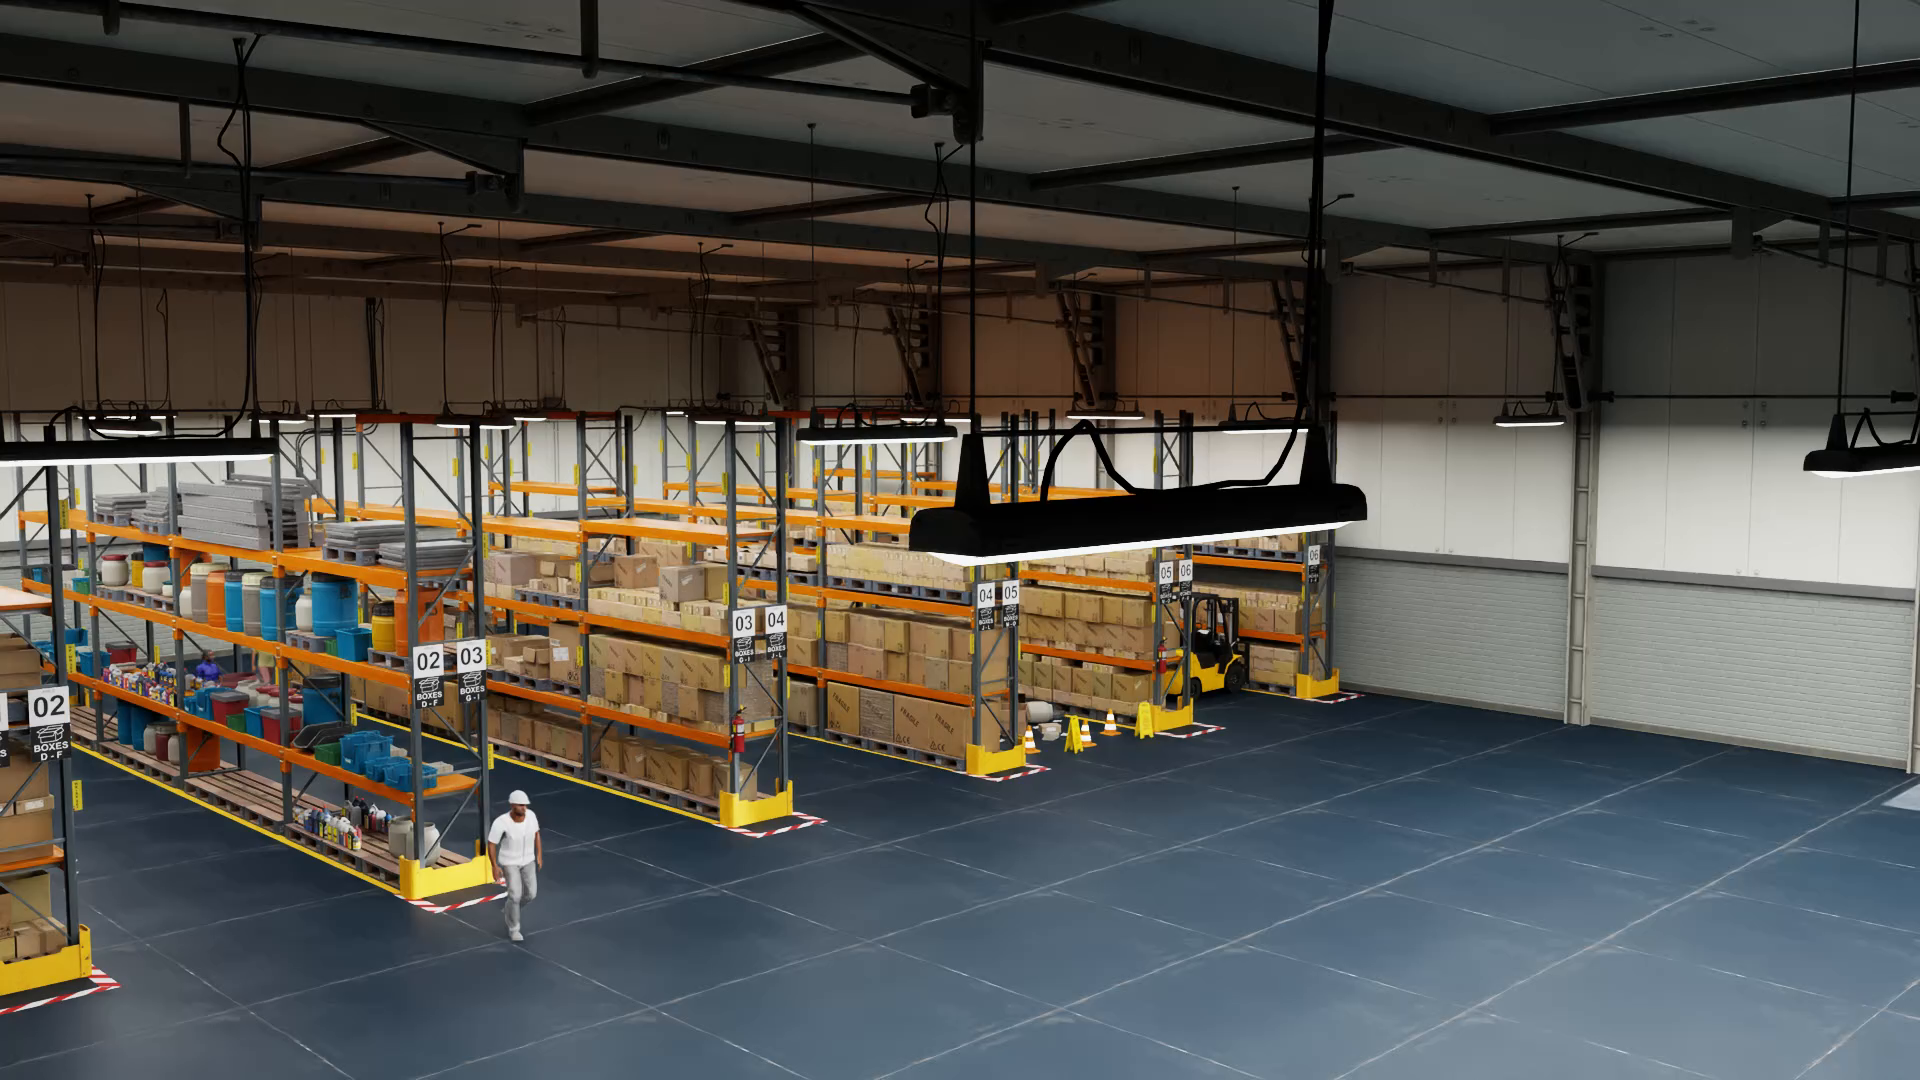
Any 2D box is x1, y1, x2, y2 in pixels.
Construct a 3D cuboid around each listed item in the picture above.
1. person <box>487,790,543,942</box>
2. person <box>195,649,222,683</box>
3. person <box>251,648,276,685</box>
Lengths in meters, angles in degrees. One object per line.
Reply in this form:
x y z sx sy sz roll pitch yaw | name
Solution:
-5.232 3.776 19.493 0.609 1.746 0.672 5 7 44 | person
-13.989 2.822 30.995 1.058 1.588 0.550 4 6 36 | person
-14.138 2.564 33.932 1.058 1.609 0.525 5 7 43 | person
